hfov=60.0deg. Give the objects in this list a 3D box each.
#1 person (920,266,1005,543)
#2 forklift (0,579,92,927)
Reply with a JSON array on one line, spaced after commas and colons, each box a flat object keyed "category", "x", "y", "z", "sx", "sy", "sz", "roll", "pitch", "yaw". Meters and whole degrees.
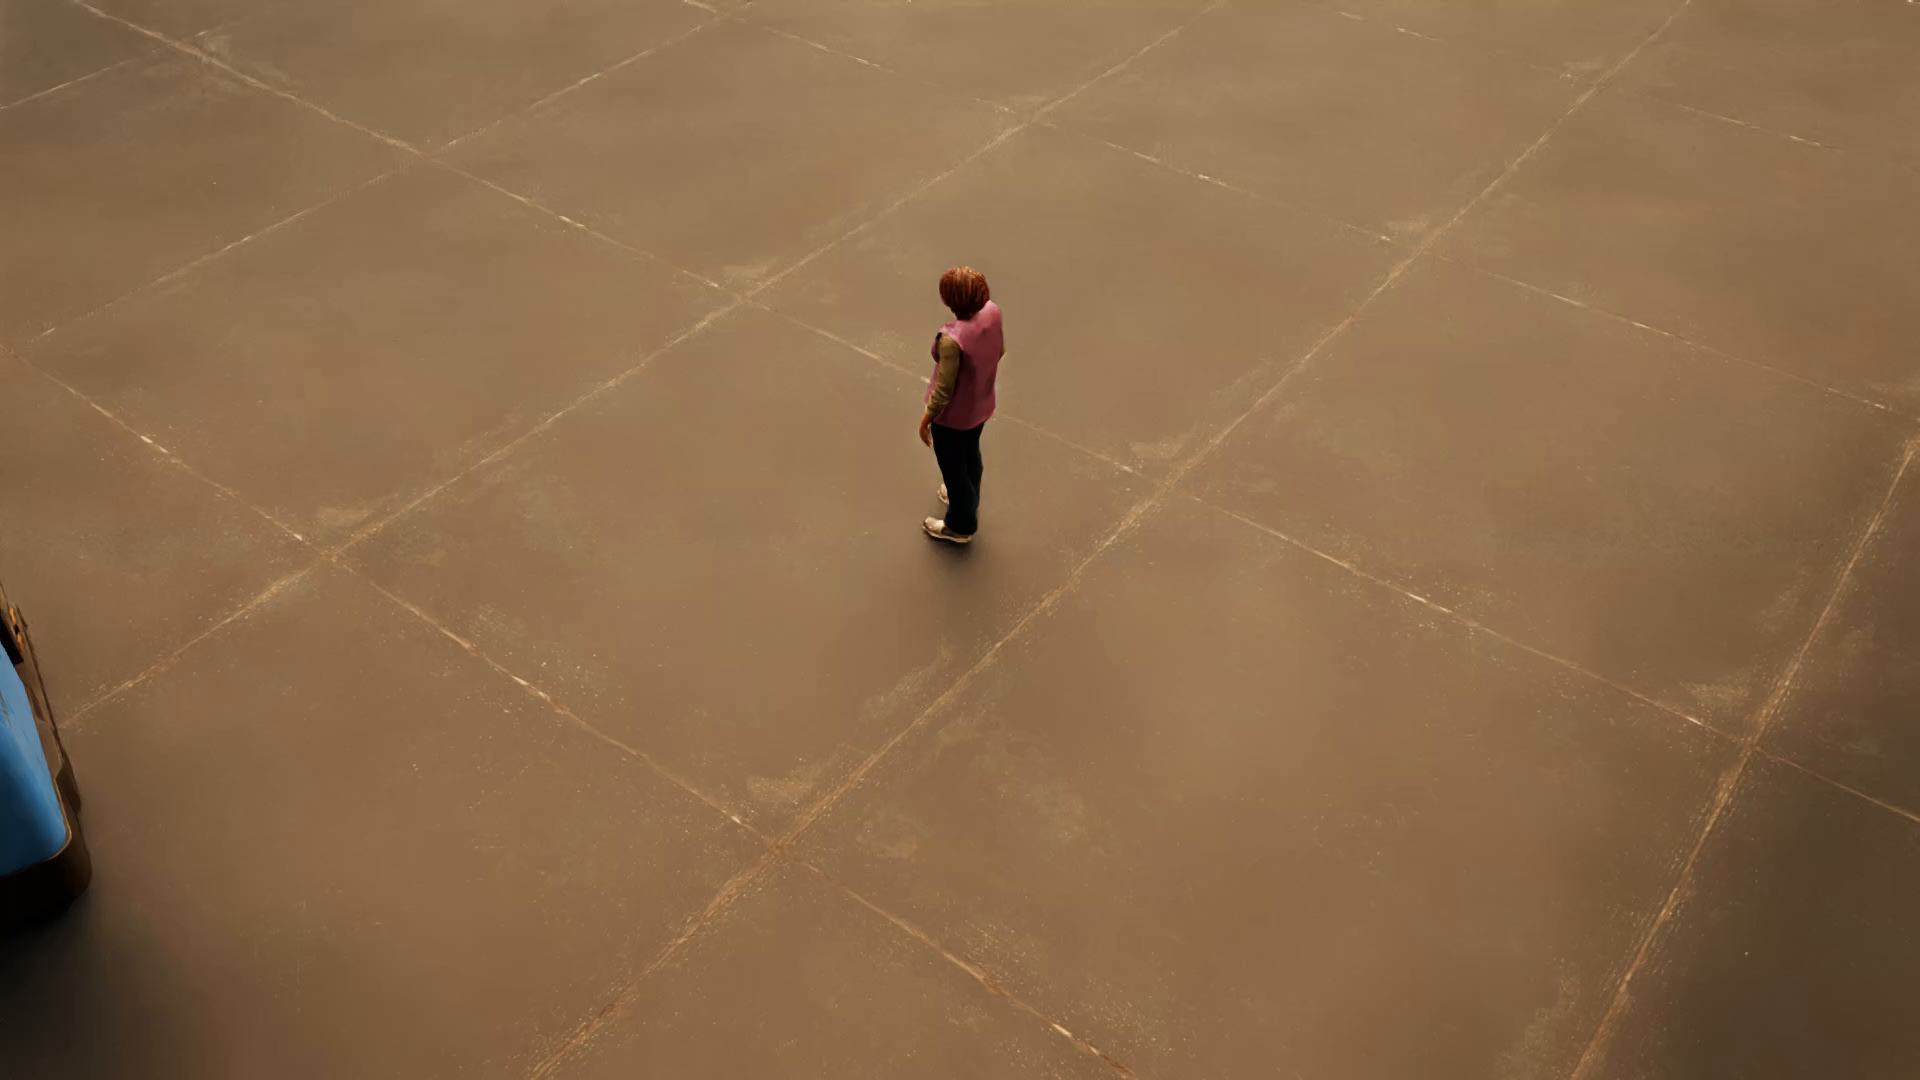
[{"category": "person", "x": -0.050, "y": -0.649, "z": 7.853, "sx": 0.474, "sy": 1.597, "sz": 0.520, "roll": 26, "pitch": 47, "yaw": 28}, {"category": "forklift", "x": -4.685, "y": -0.324, "z": 6.454, "sx": 1.130, "sy": 2.935, "sz": 3.031, "roll": -23, "pitch": 45, "yaw": -24}]
